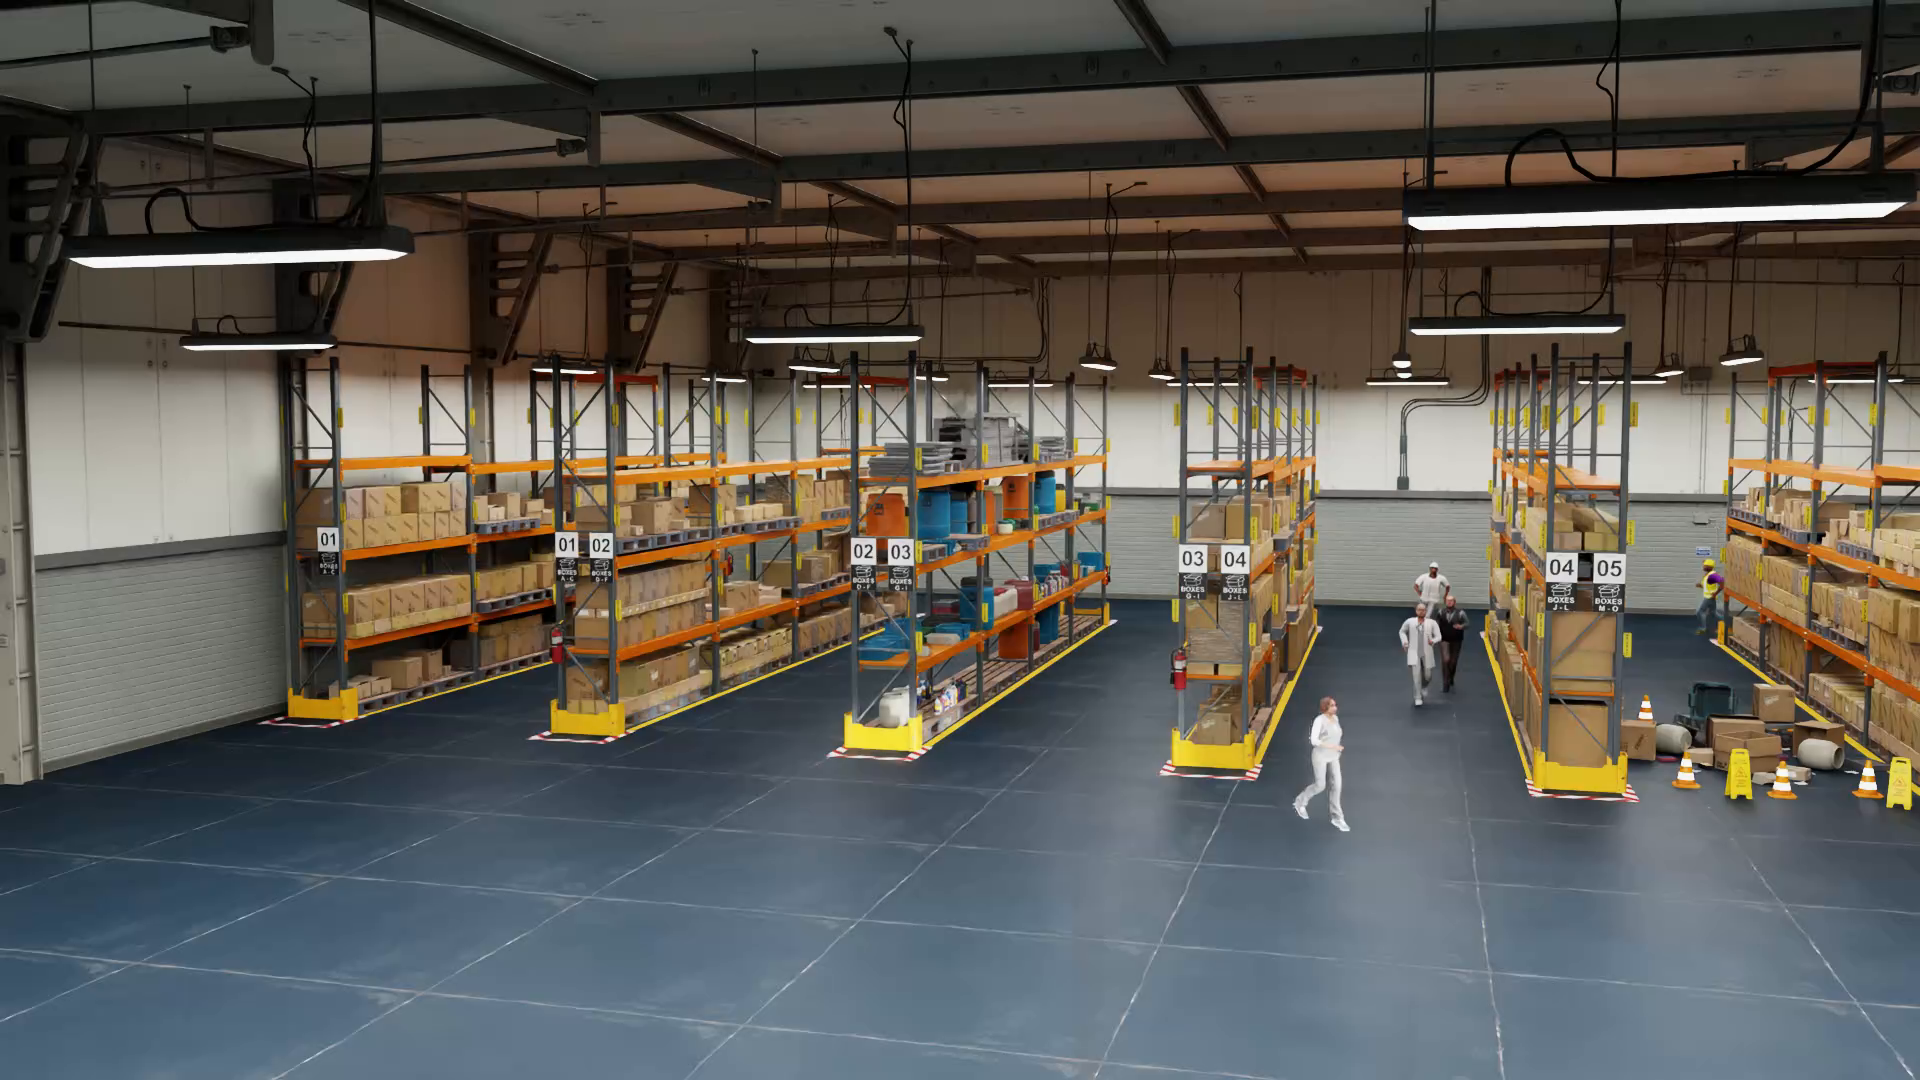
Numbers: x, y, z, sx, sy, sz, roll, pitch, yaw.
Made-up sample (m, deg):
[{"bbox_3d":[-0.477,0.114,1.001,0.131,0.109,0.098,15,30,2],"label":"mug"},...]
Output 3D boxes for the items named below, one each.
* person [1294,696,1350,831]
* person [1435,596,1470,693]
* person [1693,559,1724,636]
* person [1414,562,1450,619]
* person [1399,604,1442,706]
[{"bbox_3d":[4.460,2.705,20.382,0.560,1.617,0.783,-3,5,-38],"label":"person"},{"bbox_3d":[9.052,1.897,30.596,0.638,1.761,0.871,1,4,16],"label":"person"},{"bbox_3d":[17.202,1.342,38.046,0.755,1.813,0.725,2,5,21],"label":"person"},{"bbox_3d":[10.587,1.369,37.459,0.760,1.742,0.968,2,5,27],"label":"person"},{"bbox_3d":[8.055,1.991,29.121,0.720,1.747,0.916,1,4,12],"label":"person"}]
